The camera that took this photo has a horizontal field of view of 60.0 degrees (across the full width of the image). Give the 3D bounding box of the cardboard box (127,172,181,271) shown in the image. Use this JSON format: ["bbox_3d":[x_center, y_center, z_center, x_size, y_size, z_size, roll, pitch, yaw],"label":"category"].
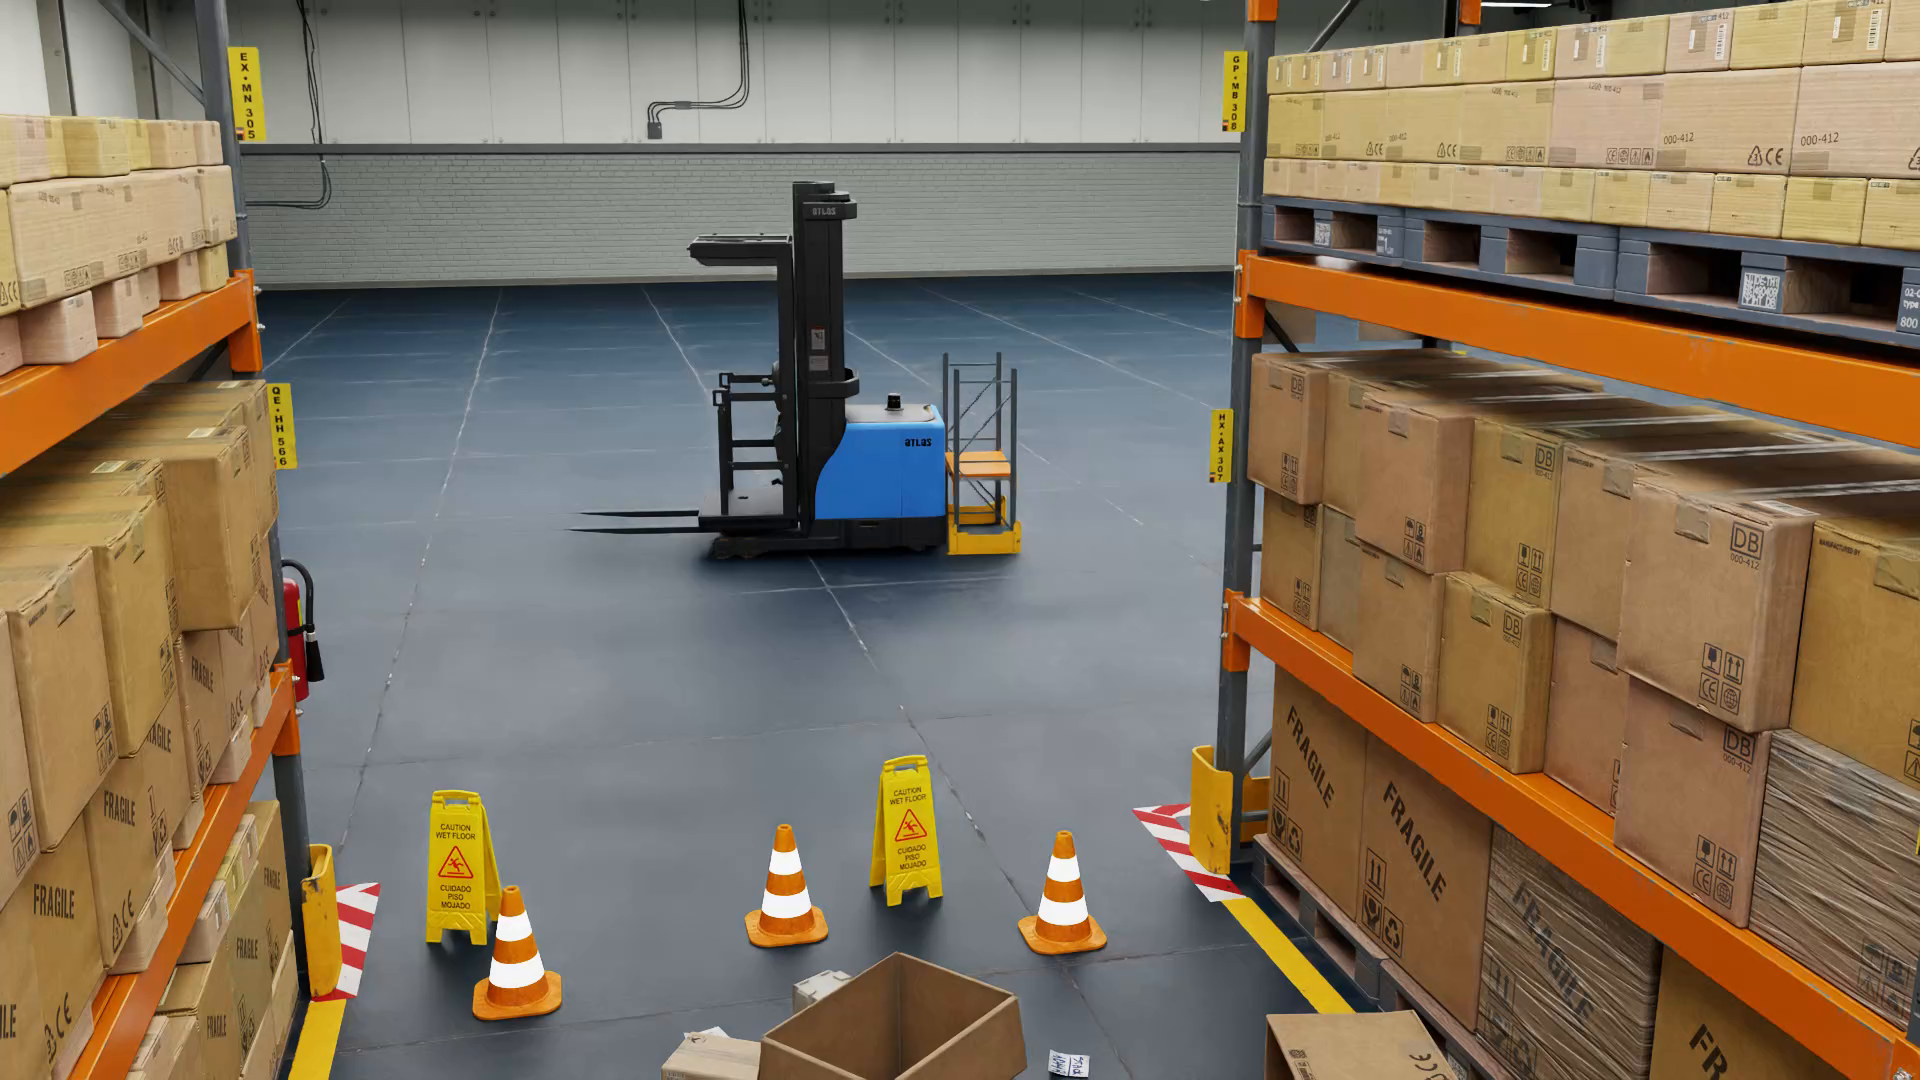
[{"bbox_3d":[-2.473,-0.874,4.554,0.500,0.250,0.500,-3,14,-12],"label":"cardboard box"}]

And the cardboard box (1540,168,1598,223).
[{"bbox_3d":[1.931,-1.008,4.847,0.380,0.149,0.250,-3,14,-14],"label":"cardboard box"}]

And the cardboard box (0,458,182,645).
[{"bbox_3d":[-2.453,0.095,4.274,0.700,0.500,0.500,-3,14,-14],"label":"cardboard box"}]

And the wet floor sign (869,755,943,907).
[{"bbox_3d":[-0.243,1.264,7.393,0.267,0.644,0.232,-6,15,-23],"label":"wet floor sign"}]

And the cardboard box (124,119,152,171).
[{"bbox_3d":[-2.622,-1.164,4.900,0.380,0.149,0.250,-3,14,-13],"label":"cardboard box"}]

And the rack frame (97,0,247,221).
[{"bbox_3d":[-3.099,-2.598,5.601,1.000,3.000,0.127,-3,14,-13],"label":"rack frame"}]

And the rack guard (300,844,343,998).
[{"bbox_3d":[-3.081,1.548,6.538,1.175,0.500,0.348,-3,14,-13],"label":"rack guard"}]

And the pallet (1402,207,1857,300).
[{"bbox_3d":[2.163,-0.945,5.340,1.003,0.211,1.213,-3,14,-13],"label":"pallet"}]

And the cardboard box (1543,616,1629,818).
[{"bbox_3d":[2.367,0.526,5.140,0.875,0.550,0.550,-3,14,-13],"label":"cardboard box"}]

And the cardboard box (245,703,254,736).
[{"bbox_3d":[-2.596,0.625,5.578,0.380,0.149,0.250,-4,14,-14],"label":"cardboard box"}]

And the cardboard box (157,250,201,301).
[{"bbox_3d":[-2.624,-0.834,5.228,0.380,0.149,0.250,-3,14,-11],"label":"cardboard box"}]

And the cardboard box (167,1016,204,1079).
[{"bbox_3d":[-2.293,1.613,4.335,0.500,0.500,0.500,-3,14,-10],"label":"cardboard box"}]

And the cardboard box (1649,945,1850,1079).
[{"bbox_3d":[2.549,1.619,4.573,0.875,0.875,0.875,-3,14,-12],"label":"cardboard box"}]

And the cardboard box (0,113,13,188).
[{"bbox_3d":[-2.095,-0.756,3.232,0.380,0.149,0.250,-3,14,-14],"label":"cardboard box"}]

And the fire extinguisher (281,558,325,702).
[{"bbox_3d":[-2.678,0.302,6.536,0.296,0.674,0.183,-3,14,-13],"label":"fire extinguisher"}]

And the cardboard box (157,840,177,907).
[{"bbox_3d":[-2.299,0.918,4.378,0.380,0.149,0.250,-3,14,-13],"label":"cardboard box"}]

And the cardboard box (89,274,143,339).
[{"bbox_3d":[-2.339,-0.601,4.274,0.380,0.149,0.250,-3,14,-14],"label":"cardboard box"}]

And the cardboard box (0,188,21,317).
[{"bbox_3d":[-2.127,-0.525,3.126,0.500,0.250,0.500,-3,14,-14],"label":"cardboard box"}]

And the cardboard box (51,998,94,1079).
[{"bbox_3d":[-2.148,1.096,3.649,0.380,0.149,0.250,-3,14,-11],"label":"cardboard box"}]

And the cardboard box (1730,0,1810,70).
[{"bbox_3d":[2.115,-1.218,4.027,0.380,0.149,0.250,-3,14,-13],"label":"cardboard box"}]

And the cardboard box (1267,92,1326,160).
[{"bbox_3d":[1.553,-1.639,6.589,0.500,0.250,0.500,-3,14,-13],"label":"cardboard box"}]

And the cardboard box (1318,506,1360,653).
[{"bbox_3d":[1.970,0.153,6.666,0.875,0.550,0.550,-3,14,-13],"label":"cardboard box"}]

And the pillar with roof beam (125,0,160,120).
[{"bbox_3d":[-11.497,-9.271,32.912,9.100,9.000,0.400,-3,14,-13],"label":"pillar with roof beam"}]

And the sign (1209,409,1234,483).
[{"bbox_3d":[1.148,-0.413,7.305,0.100,0.325,0.005,-3,14,-13],"label":"sign"}]

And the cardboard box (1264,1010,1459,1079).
[{"bbox_3d":[1.266,1.852,5.289,0.500,0.500,0.500,-1,14,-3],"label":"cardboard box"}]

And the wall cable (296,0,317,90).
[{"bbox_3d":[-12.458,-10.880,35.400,3.097,2.526,0.112,-3,14,-13],"label":"wall cable"}]

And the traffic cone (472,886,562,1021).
[{"bbox_3d":[-1.744,1.576,6.503,0.336,0.463,0.334,-3,14,-13],"label":"traffic cone"}]

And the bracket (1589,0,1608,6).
[{"bbox_3d":[14.690,-12.419,38.216,0.235,0.232,0.430,-3,14,-13],"label":"bracket"}]

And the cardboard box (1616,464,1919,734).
[{"bbox_3d":[2.333,0.135,4.464,0.875,0.550,0.550,-3,14,-13],"label":"cardboard box"}]

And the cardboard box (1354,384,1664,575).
[{"bbox_3d":[1.957,-0.234,5.975,0.875,0.550,0.550,-3,14,-13],"label":"cardboard box"}]

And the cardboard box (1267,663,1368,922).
[{"bbox_3d":[1.912,0.998,7.115,0.875,0.875,0.875,-3,14,-13],"label":"cardboard box"}]

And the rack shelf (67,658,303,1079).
[{"bbox_3d":[-2.629,1.127,4.510,1.077,0.370,4.000,-3,14,-13],"label":"rack shelf"}]

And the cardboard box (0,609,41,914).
[{"bbox_3d":[-2.052,0.446,2.835,0.700,0.500,0.500,-3,14,-14],"label":"cardboard box"}]

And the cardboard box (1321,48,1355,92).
[{"bbox_3d":[1.576,-1.747,6.189,0.380,0.149,0.250,-3,14,-14],"label":"cardboard box"}]

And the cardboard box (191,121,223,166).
[{"bbox_3d":[-2.732,-1.345,5.640,0.380,0.149,0.250,-3,14,-13],"label":"cardboard box"}]

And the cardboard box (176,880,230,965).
[{"bbox_3d":[-2.390,1.139,4.908,0.380,0.149,0.250,-3,14,-11],"label":"cardboard box"}]

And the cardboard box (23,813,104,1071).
[{"bbox_3d":[-2.132,0.814,3.437,0.500,0.500,0.500,-3,14,-13],"label":"cardboard box"}]

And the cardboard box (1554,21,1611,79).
[{"bbox_3d":[1.937,-1.393,4.743,0.380,0.149,0.250,-3,14,-14],"label":"cardboard box"}]

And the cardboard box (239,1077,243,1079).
[{"bbox_3d":[-2.405,1.860,4.904,0.500,0.250,0.500,-4,14,-15],"label":"cardboard box"}]

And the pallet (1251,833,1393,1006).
[{"bbox_3d":[1.953,1.552,7.132,1.003,0.211,1.213,-3,14,-13],"label":"pallet"}]

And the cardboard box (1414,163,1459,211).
[{"bbox_3d":[1.754,-1.183,5.562,0.380,0.149,0.250,-3,14,-14],"label":"cardboard box"}]

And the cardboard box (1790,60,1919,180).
[{"bbox_3d":[2.263,-0.941,3.732,0.500,0.250,0.500,-3,14,-14],"label":"cardboard box"}]

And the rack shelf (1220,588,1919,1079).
[{"bbox_3d":[2.159,0.828,5.735,1.077,0.370,4.000,-3,14,-13],"label":"rack shelf"}]

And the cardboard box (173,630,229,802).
[{"bbox_3d":[-2.476,0.464,4.869,0.500,0.500,0.500,-3,14,-13],"label":"cardboard box"}]

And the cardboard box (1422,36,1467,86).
[{"bbox_3d":[1.755,-1.570,5.467,0.380,0.149,0.250,-3,14,-14],"label":"cardboard box"}]

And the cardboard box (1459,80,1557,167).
[{"bbox_3d":[1.909,-1.290,5.159,0.500,0.250,0.500,-3,14,-13],"label":"cardboard box"}]

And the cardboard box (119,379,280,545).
[{"bbox_3d":[-2.767,-0.257,5.715,0.700,0.500,0.500,-4,14,-15],"label":"cardboard box"}]

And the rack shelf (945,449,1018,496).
[{"bbox_3d":[0.152,-0.569,13.853,0.538,0.185,1.000,-1,14,-5],"label":"rack shelf"}]

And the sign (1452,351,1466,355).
[{"bbox_3d":[2.220,-0.688,7.483,0.100,0.325,0.005,-3,14,-13],"label":"sign"}]

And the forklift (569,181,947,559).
[{"bbox_3d":[-1.653,-1.401,13.485,3.031,2.935,1.130,-1,14,-5],"label":"forklift"}]

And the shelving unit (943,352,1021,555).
[{"bbox_3d":[0.153,-0.742,13.802,0.587,1.500,1.083,-1,14,-5],"label":"shelving unit"}]

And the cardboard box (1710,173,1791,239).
[{"bbox_3d":[2.110,-0.832,4.126,0.380,0.149,0.250,-3,14,-12],"label":"cardboard box"}]

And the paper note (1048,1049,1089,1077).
[{"bbox_3d":[0.397,1.907,6.062,0.144,0.017,0.142,2,14,6],"label":"paper note"}]

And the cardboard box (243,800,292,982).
[{"bbox_3d":[-2.657,1.254,5.804,0.500,0.500,0.500,-3,14,-13],"label":"cardboard box"}]

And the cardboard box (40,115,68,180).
[{"bbox_3d":[-2.362,-0.929,3.936,0.380,0.149,0.250,-3,14,-12],"label":"cardboard box"}]

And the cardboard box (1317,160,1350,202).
[{"bbox_3d":[1.577,-1.357,6.276,0.380,0.149,0.250,-3,14,-13],"label":"cardboard box"}]

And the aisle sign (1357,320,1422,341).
[{"bbox_3d":[1.964,-1.279,7.365,0.394,0.787,0.004,-3,14,-13],"label":"aisle sign"}]
